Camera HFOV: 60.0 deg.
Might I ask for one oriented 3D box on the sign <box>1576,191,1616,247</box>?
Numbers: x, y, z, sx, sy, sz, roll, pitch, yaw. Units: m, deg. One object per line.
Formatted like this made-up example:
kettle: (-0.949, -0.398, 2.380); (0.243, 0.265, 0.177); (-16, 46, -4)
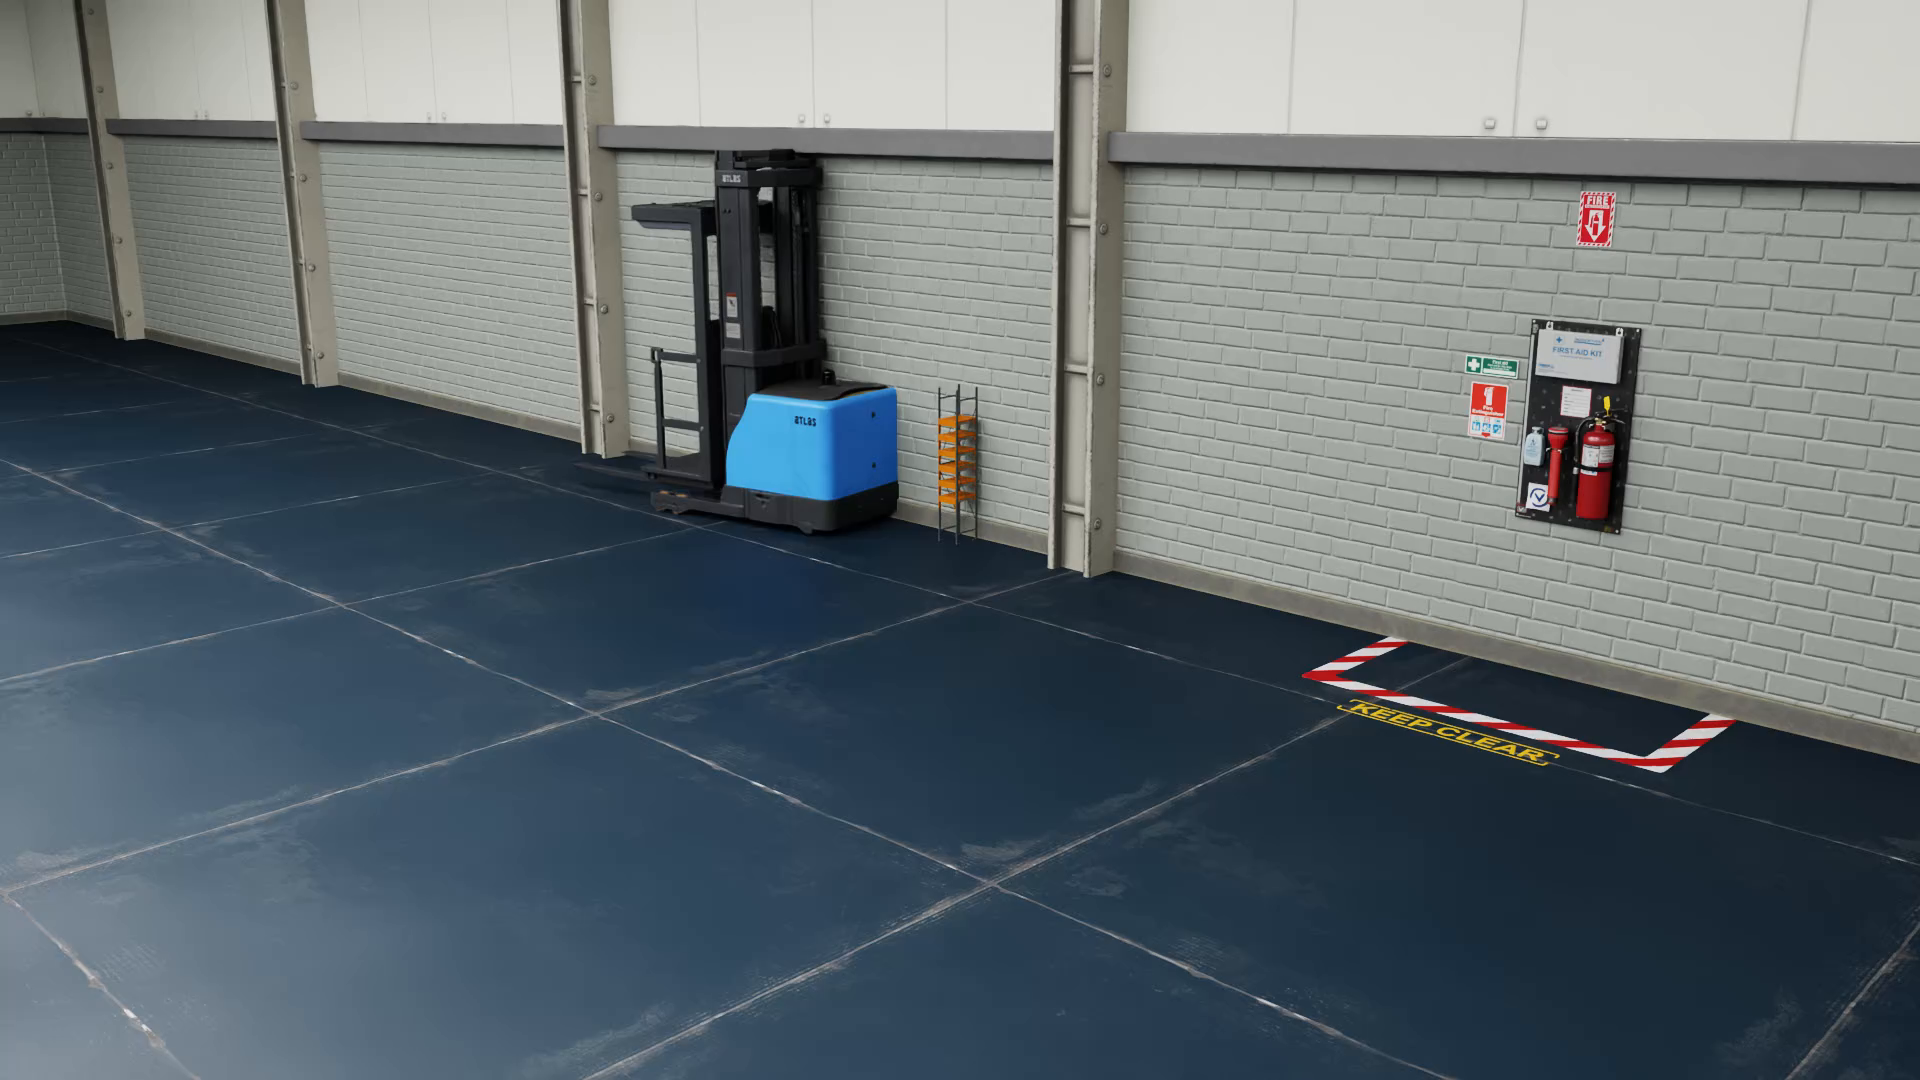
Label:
sign: (3.516, -1.774, 9.194); (0.199, 0.298, 0.001); (14, 20, 42)

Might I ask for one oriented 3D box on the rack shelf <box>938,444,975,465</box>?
rack shelf: (-0.015, -0.654, 12.764); (0.180, 0.103, 0.258); (13, 20, 41)

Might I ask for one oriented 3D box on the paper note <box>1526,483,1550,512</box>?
paper note: (3.374, -0.250, 9.690); (0.142, 0.148, 0.016); (14, 20, 42)

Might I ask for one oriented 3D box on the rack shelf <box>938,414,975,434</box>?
rack shelf: (-0.015, -0.886, 12.703); (0.180, 0.103, 0.258); (13, 20, 41)

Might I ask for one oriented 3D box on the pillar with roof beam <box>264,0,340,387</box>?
pillar with roof beam: (-10.740, -5.465, 16.060); (0.400, 9.000, 9.100); (14, 20, 42)

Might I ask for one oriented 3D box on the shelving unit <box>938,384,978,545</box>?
shelving unit: (-0.015, -0.581, 12.783); (0.189, 1.200, 0.258); (13, 20, 41)

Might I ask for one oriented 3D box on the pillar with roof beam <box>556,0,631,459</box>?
pillar with roof beam: (-6.421, -4.415, 12.030); (0.400, 9.000, 9.100); (14, 20, 42)

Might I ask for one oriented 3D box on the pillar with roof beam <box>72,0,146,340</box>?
pillar with roof beam: (-15.060, -6.515, 20.090); (0.400, 9.000, 9.100); (14, 20, 42)

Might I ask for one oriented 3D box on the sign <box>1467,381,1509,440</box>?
sign: (3.127, -0.766, 9.850); (0.234, 0.329, 0.001); (14, 20, 42)

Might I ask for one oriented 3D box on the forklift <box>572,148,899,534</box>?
forklift: (-1.971, -1.730, 13.760); (3.031, 2.935, 1.130); (10, 17, 33)

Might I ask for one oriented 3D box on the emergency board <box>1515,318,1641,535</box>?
emergency board: (3.453, -0.633, 9.411); (0.643, 1.169, 0.194); (14, 20, 42)

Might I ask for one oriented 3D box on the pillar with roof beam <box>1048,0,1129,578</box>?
pillar with roof beam: (-2.102, -3.365, 8.000); (0.400, 9.000, 9.100); (14, 20, 42)

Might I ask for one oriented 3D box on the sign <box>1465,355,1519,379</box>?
sign: (3.124, -1.020, 9.774); (0.331, 0.109, 0.001); (14, 20, 42)

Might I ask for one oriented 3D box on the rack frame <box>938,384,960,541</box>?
rack frame: (-0.082, -0.597, 12.843); (0.006, 1.200, 0.240); (13, 20, 41)

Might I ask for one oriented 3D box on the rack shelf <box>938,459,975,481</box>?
rack shelf: (-0.015, -0.538, 12.794); (0.180, 0.103, 0.258); (13, 20, 41)

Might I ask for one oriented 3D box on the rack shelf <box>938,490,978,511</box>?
rack shelf: (-0.015, -0.306, 12.854); (0.180, 0.103, 0.258); (13, 20, 41)

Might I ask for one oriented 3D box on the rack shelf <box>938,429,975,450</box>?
rack shelf: (-0.015, -0.770, 12.733); (0.180, 0.103, 0.258); (13, 20, 41)

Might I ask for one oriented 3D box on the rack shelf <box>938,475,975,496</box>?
rack shelf: (-0.015, -0.422, 12.824); (0.180, 0.103, 0.258); (13, 20, 41)

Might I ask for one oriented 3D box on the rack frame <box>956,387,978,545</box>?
rack frame: (0.052, -0.565, 12.722); (0.006, 1.200, 0.240); (13, 20, 41)
